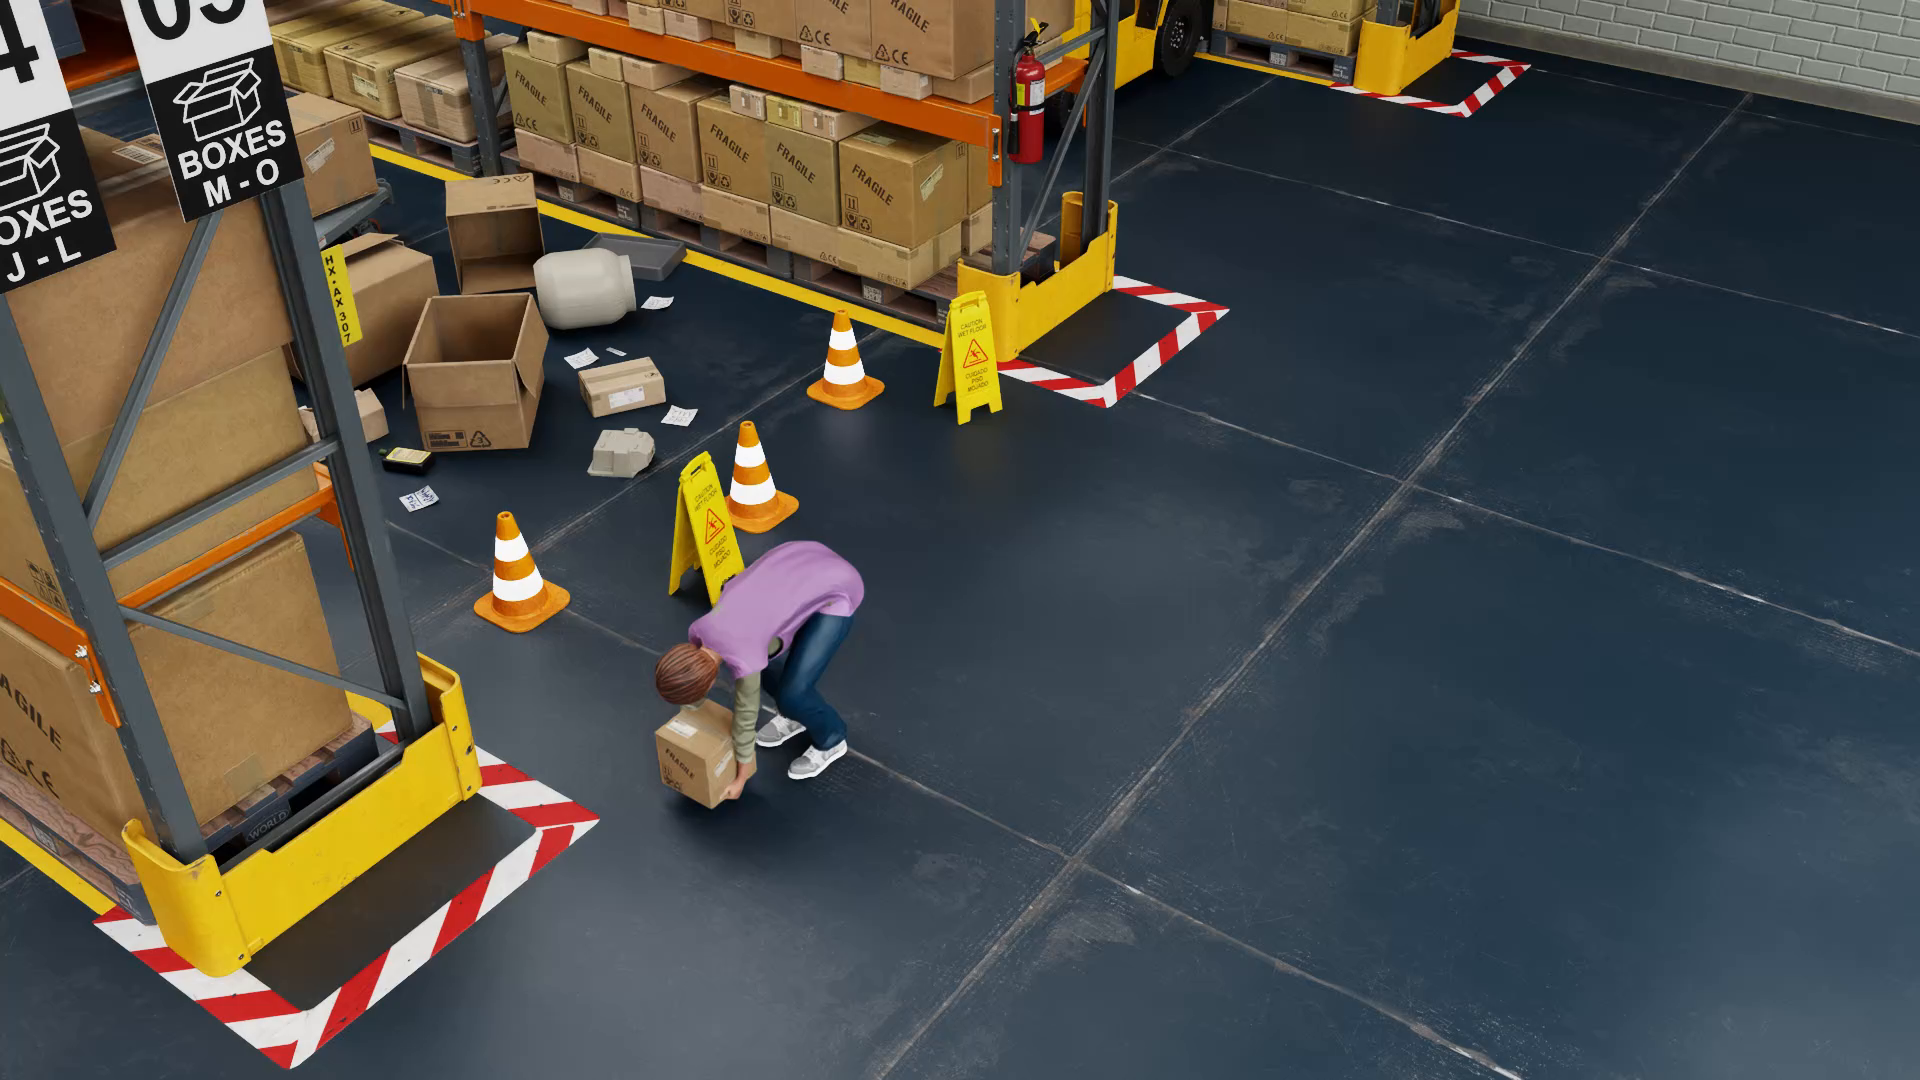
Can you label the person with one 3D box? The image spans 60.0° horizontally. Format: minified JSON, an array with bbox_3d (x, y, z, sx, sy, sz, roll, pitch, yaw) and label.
[{"bbox_3d":[-0.645,0.173,5.911,0.497,1.590,0.404,-23,41,-29],"label":"person"}]
